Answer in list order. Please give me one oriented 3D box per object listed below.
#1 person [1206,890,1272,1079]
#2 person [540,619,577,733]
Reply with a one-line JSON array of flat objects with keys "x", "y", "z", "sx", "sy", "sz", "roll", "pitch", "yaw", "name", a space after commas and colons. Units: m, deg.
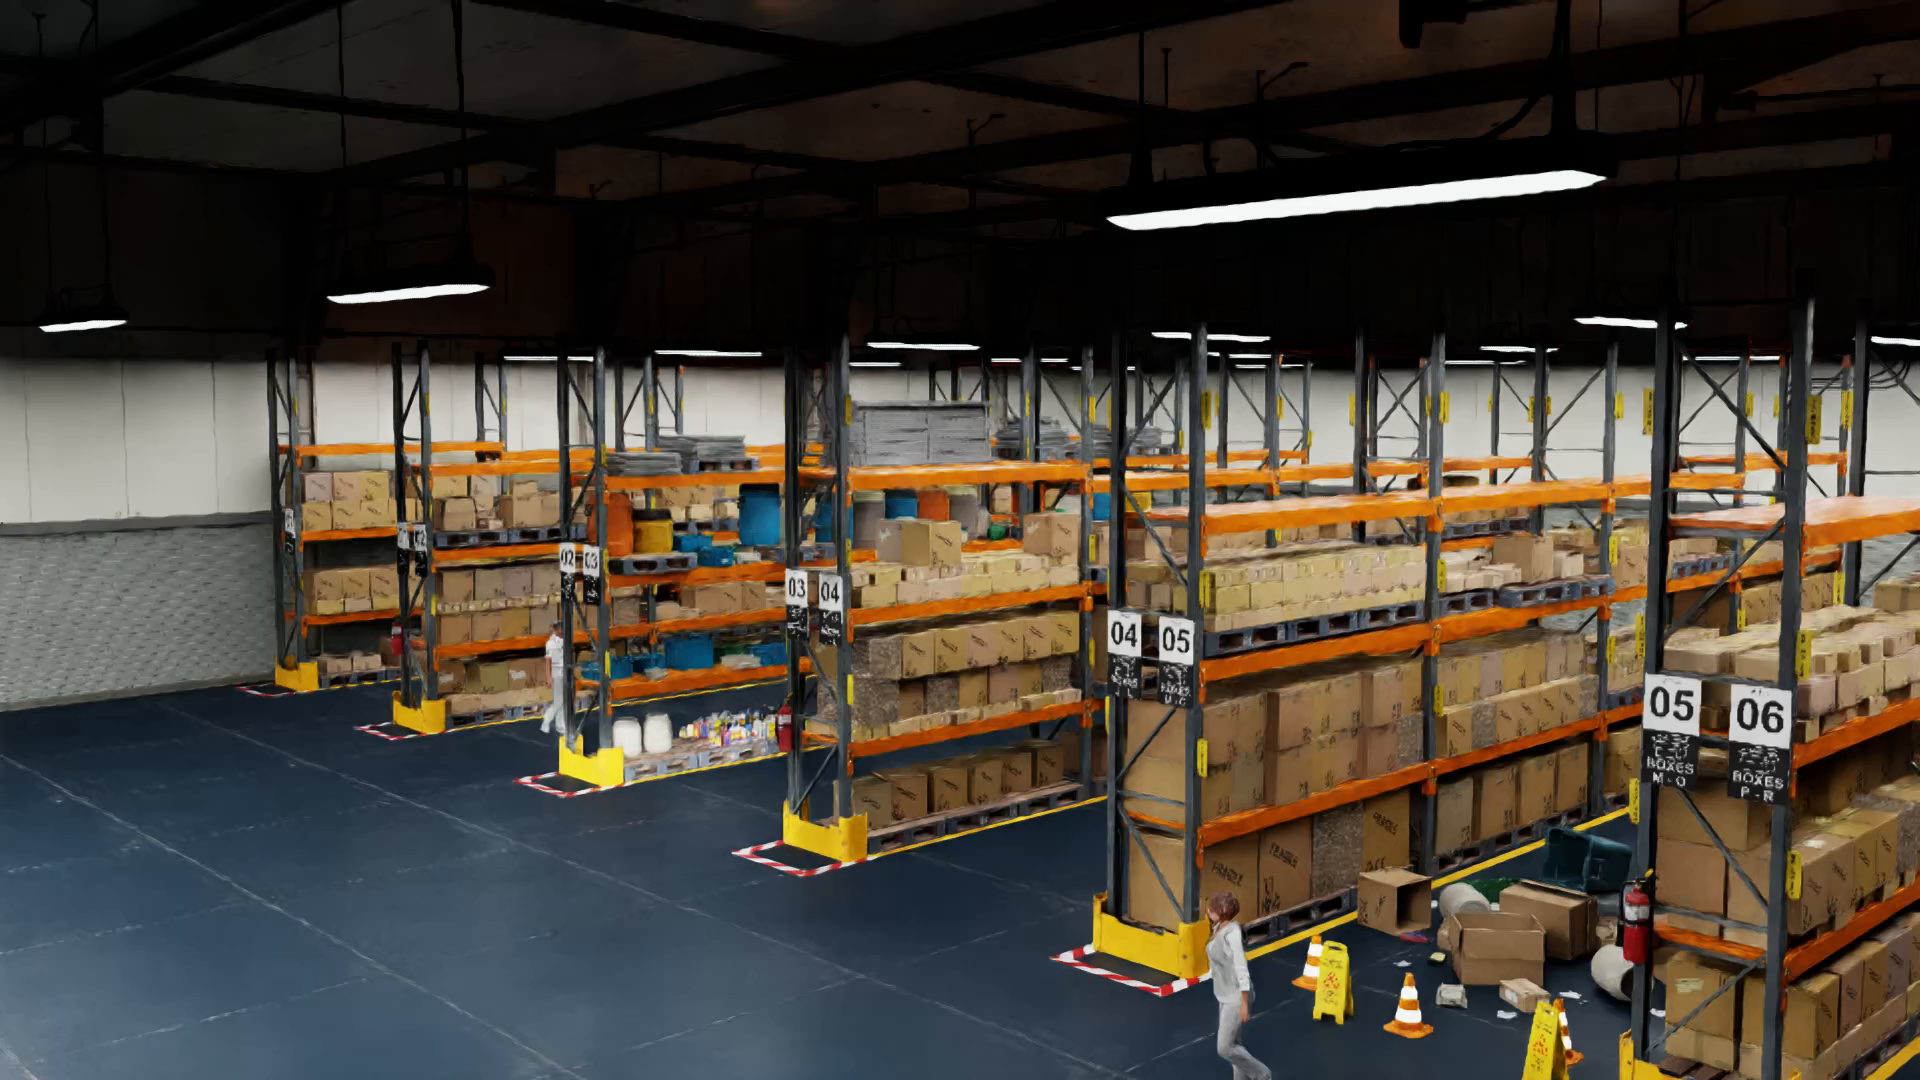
[{"x": 2.035, "y": 3.332, "z": 12.057, "sx": 0.477, "sy": 1.591, "sz": 0.475, "roll": 0, "pitch": 5, "yaw": -4, "name": "person"}, {"x": -6.158, "y": 2.085, "z": 25.467, "sx": 0.470, "sy": 1.753, "sz": 0.588, "roll": 2, "pitch": 5, "yaw": 18, "name": "person"}]
